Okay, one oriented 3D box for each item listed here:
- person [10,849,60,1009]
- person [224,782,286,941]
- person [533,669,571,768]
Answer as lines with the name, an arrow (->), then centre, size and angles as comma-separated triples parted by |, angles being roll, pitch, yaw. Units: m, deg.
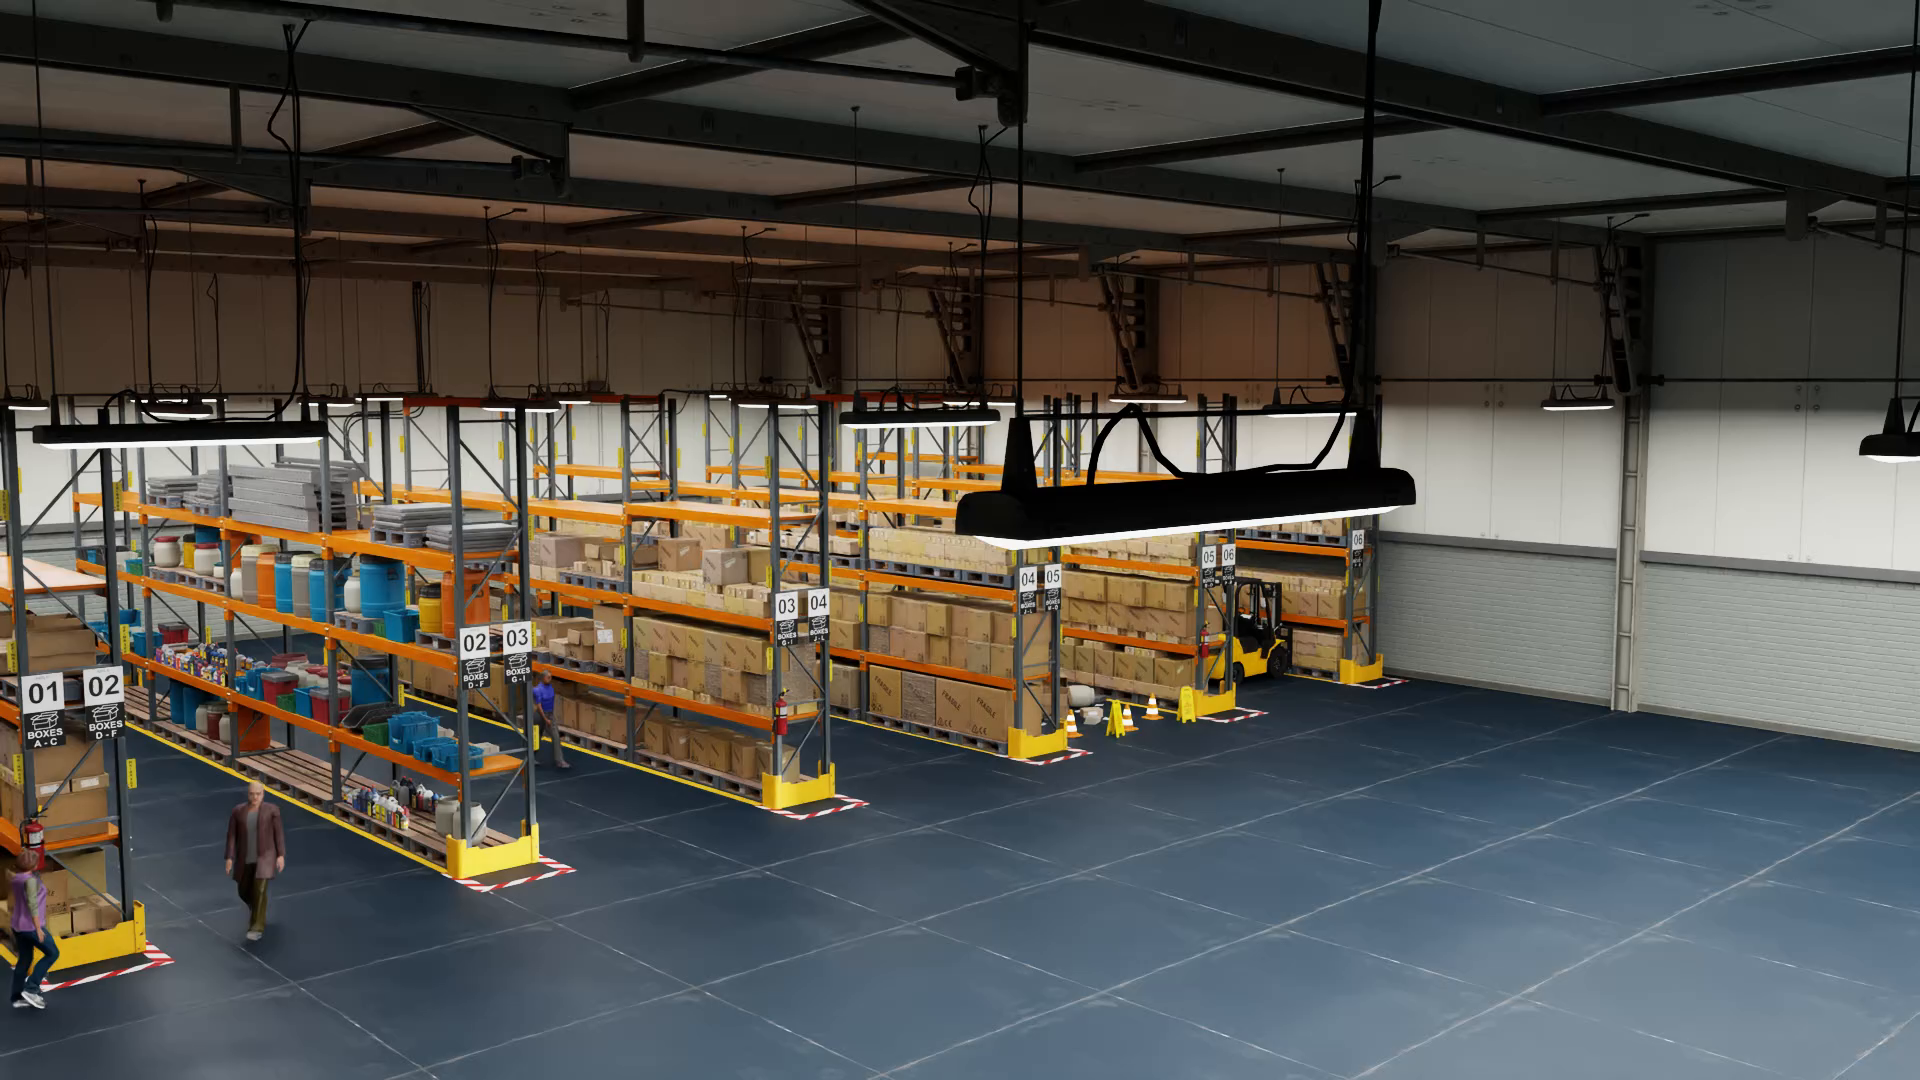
person -> -9.360, 3.909, 16.745 | 0.450, 1.605, 0.416 | 5, 7, 39
person -> -8.030, 3.632, 18.948 | 0.630, 1.730, 0.994 | -1, 6, -6
person -> -6.722, 2.901, 27.111 | 0.981, 1.596, 0.452 | 4, 7, 34
